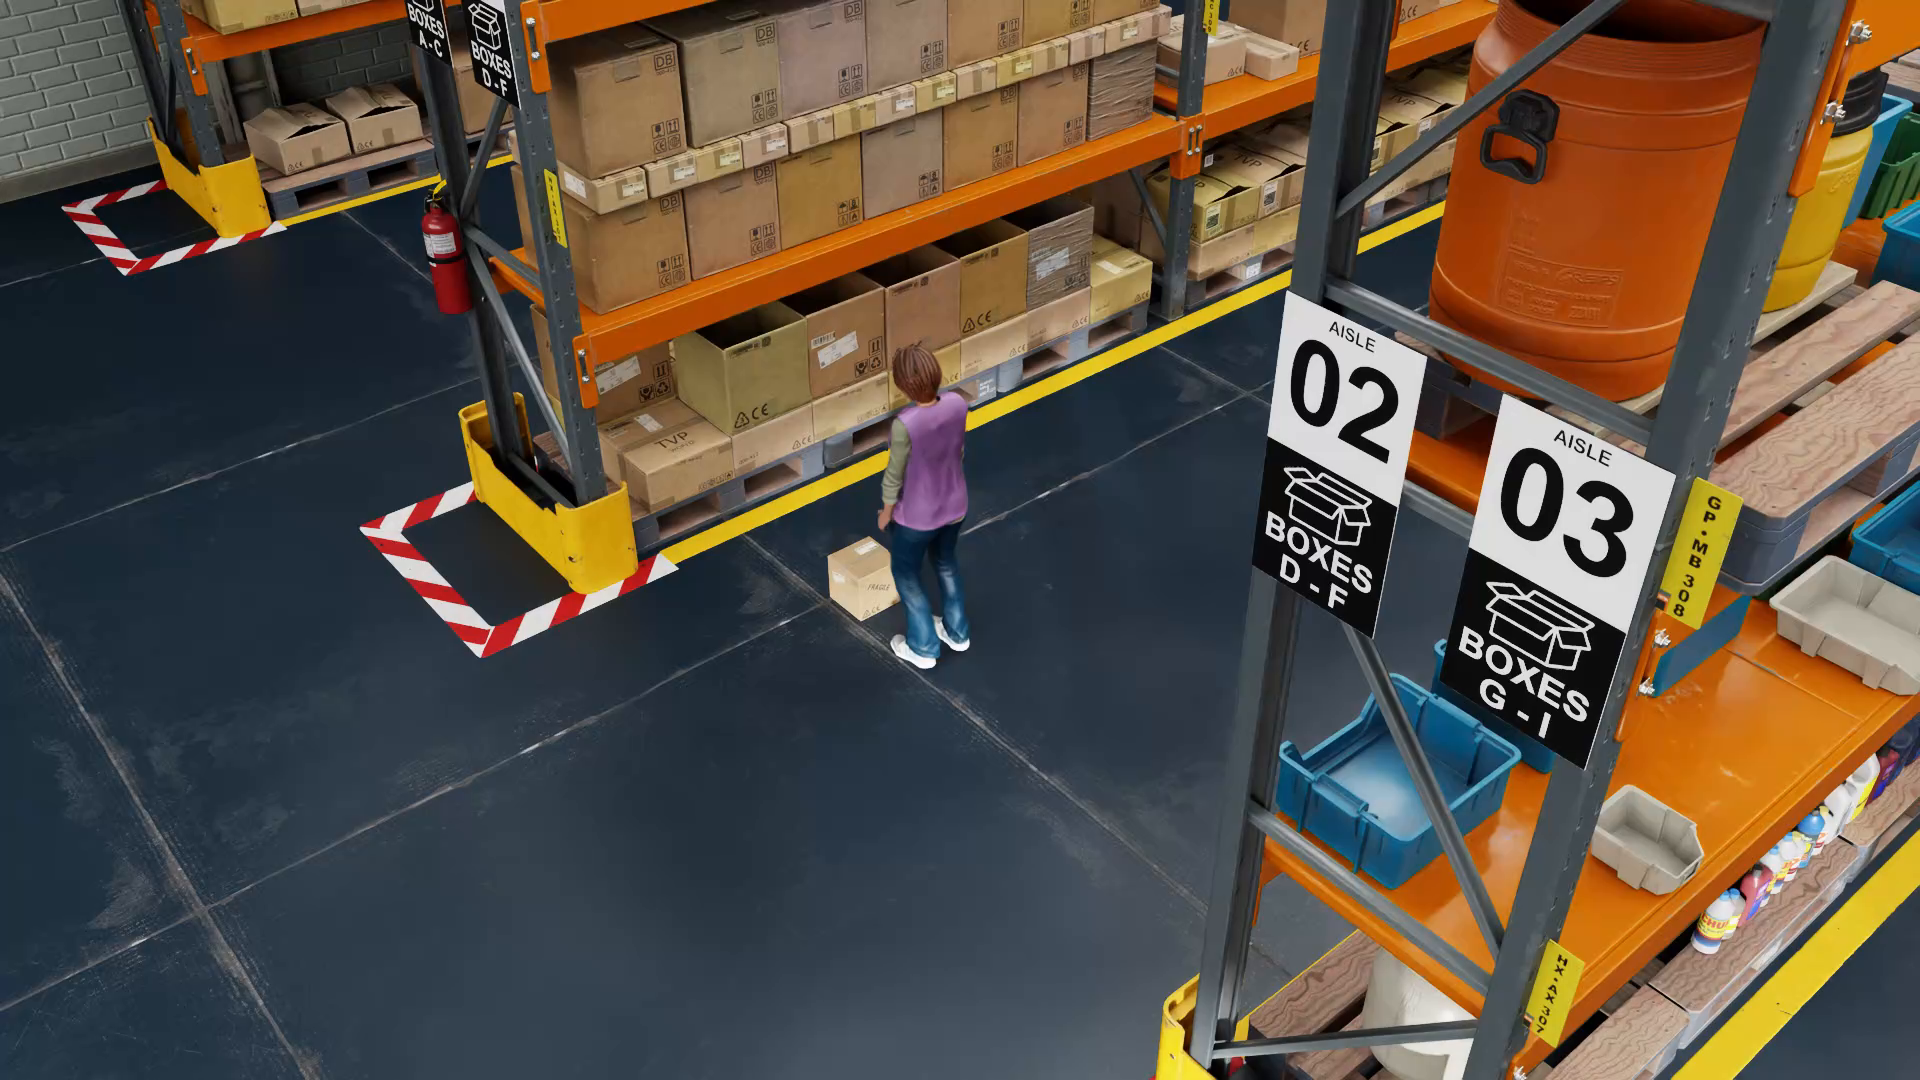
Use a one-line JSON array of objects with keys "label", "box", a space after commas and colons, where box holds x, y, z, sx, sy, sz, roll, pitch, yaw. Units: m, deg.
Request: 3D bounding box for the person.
[{"label": "person", "box": [-0.154, -0.113, 7.266, 0.412, 1.570, 0.316, -26, 43, -30]}]
